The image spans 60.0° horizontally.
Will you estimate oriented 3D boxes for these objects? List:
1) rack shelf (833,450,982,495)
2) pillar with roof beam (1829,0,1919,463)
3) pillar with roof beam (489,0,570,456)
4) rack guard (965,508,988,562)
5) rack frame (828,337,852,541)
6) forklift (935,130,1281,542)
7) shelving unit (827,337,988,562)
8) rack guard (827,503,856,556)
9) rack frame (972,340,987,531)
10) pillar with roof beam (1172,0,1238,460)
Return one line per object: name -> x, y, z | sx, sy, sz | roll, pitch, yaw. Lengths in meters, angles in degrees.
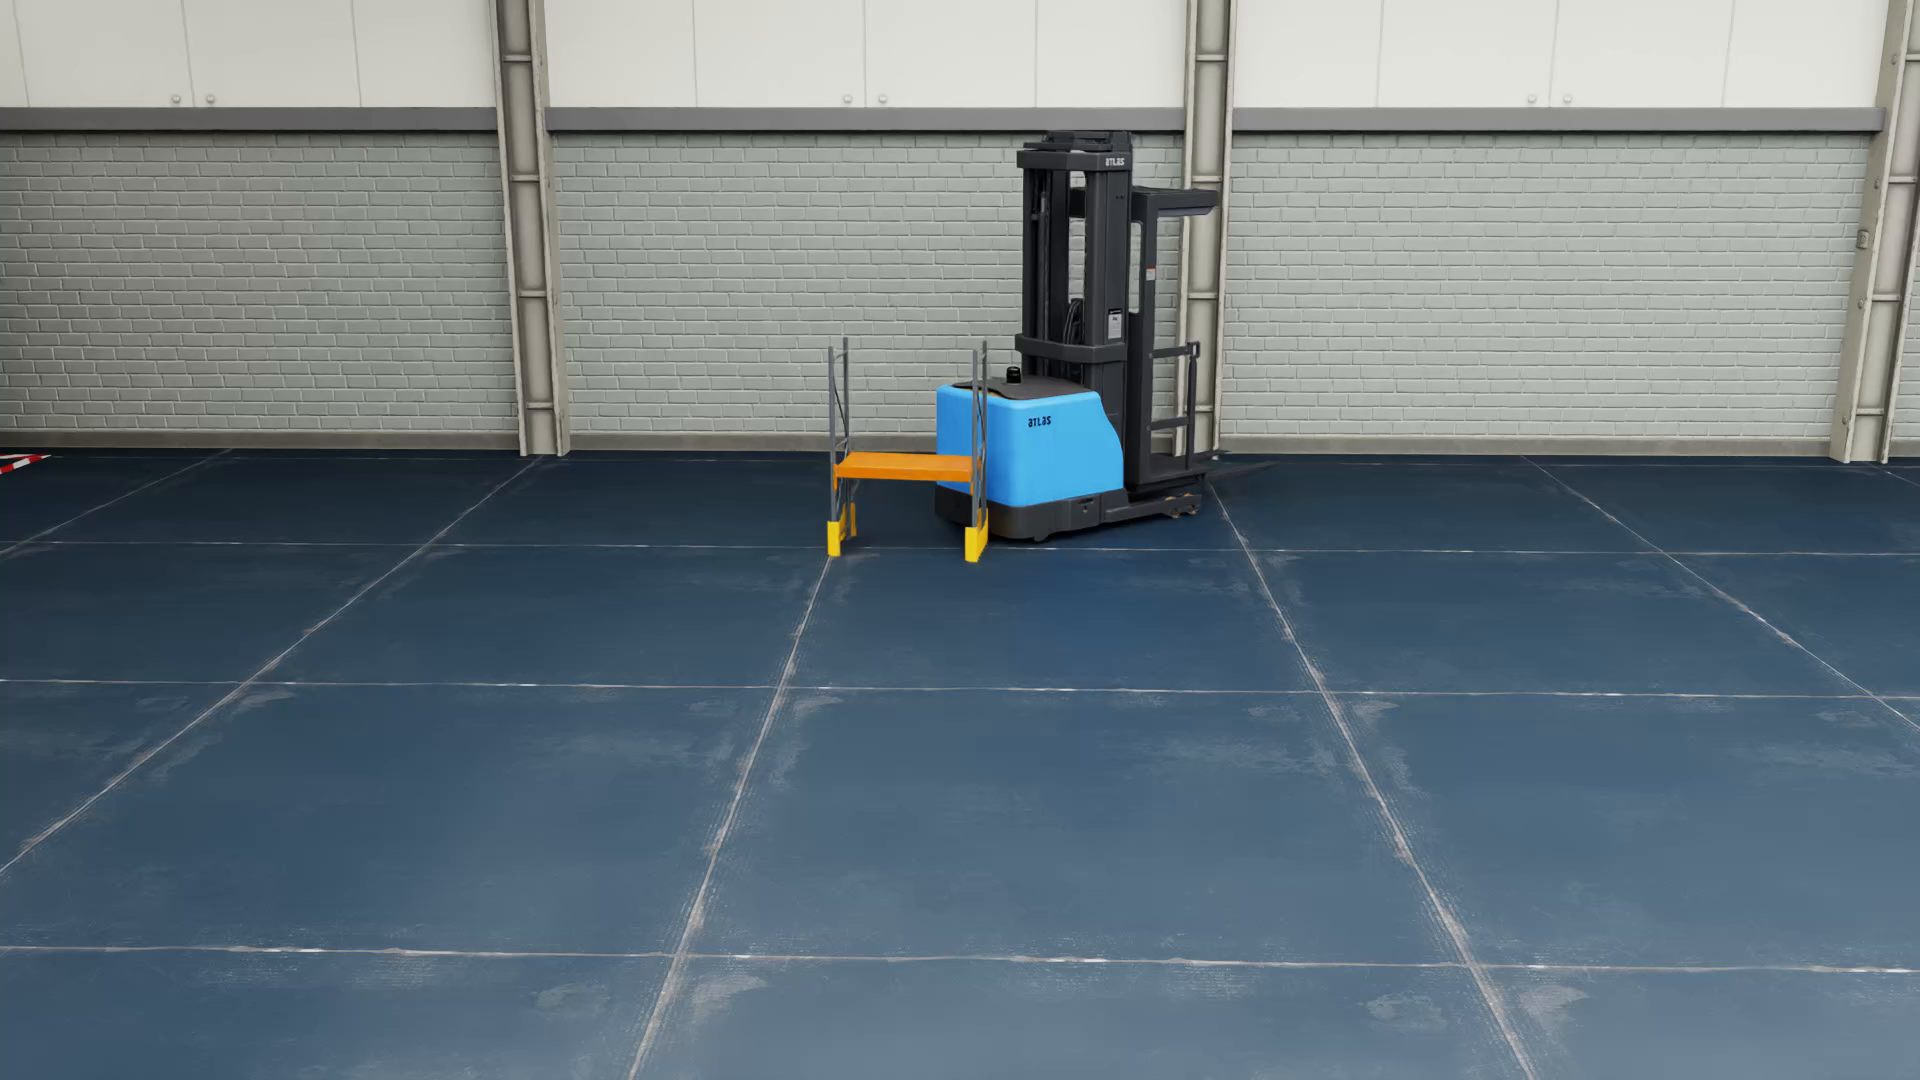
rack shelf -> -0.362, -0.488, 11.956 | 1.000, 0.185, 0.538 | 2, 15, 9
pillar with roof beam -> 8.047, -3.986, 9.809 | 0.400, 9.000, 9.100 | 0, 15, 1
pillar with roof beam -> -3.949, -4.064, 10.106 | 0.400, 9.000, 9.100 | 0, 15, 1
rack guard -> 0.121, -0.038, 11.994 | 0.087, 0.250, 0.587 | 2, 15, 9
rack frame -> -0.864, -0.683, 11.989 | 0.032, 1.500, 0.500 | 2, 15, 9
forklift -> 1.287, -1.683, 12.973 | 3.031, 2.935, 1.130 | -11, 18, -36
shelving unit -> -0.371, -0.663, 11.912 | 1.083, 1.500, 0.587 | 2, 15, 9
rack guard -> -0.863, -0.079, 12.148 | 0.087, 0.250, 0.587 | 2, 15, 9
rack frame -> 0.140, -0.642, 11.832 | 0.032, 1.500, 0.500 | 2, 15, 9
pillar with roof beam -> 2.049, -4.025, 9.957 | 0.400, 9.000, 9.100 | 0, 15, 1
